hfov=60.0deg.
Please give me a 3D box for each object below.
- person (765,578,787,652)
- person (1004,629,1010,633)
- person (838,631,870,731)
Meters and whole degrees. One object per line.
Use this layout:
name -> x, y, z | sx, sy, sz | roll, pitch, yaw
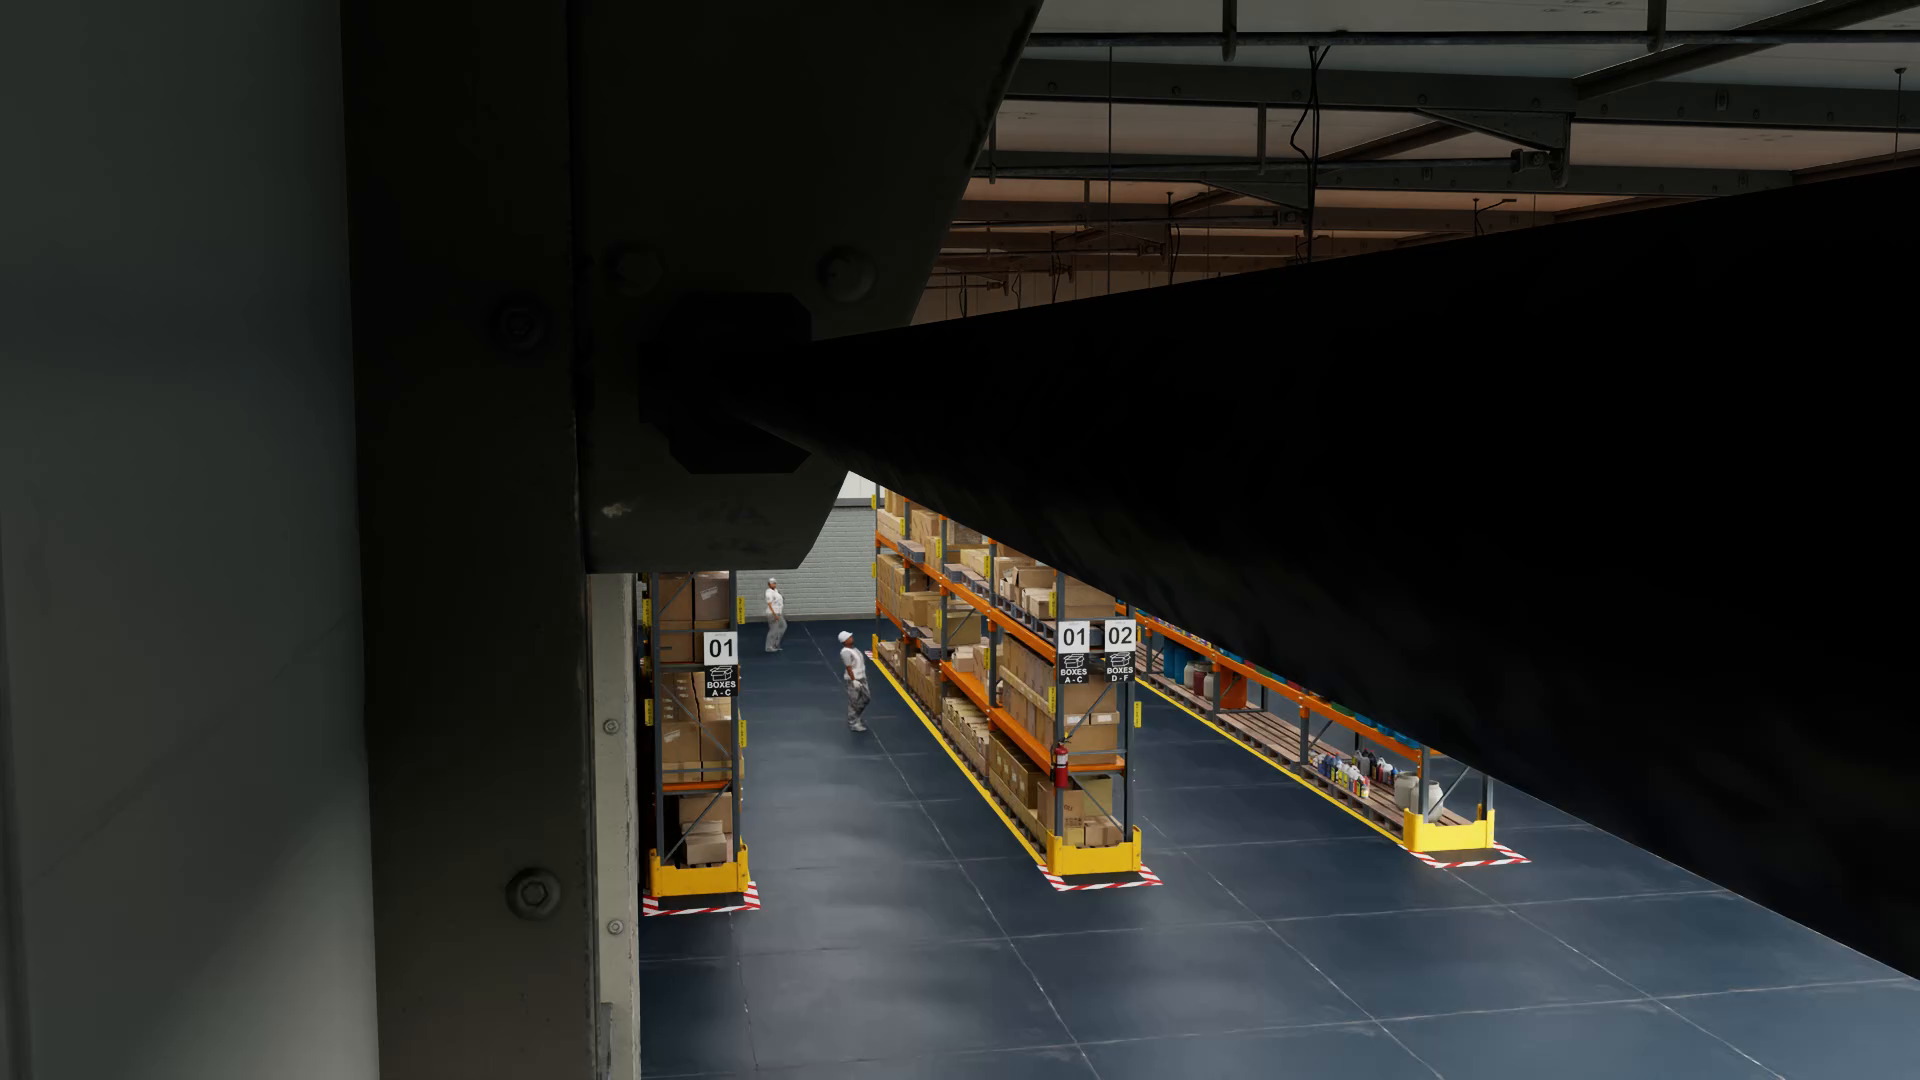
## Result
person -> -4.128, 1.690, 37.224 | 0.503, 1.684, 0.525 | 0, 6, -4
person -> 1.053, 2.004, 33.539 | 0.513, 1.783, 0.637 | 2, 6, 21
person -> -1.845, 2.468, 29.271 | 0.524, 1.752, 0.644 | 3, 6, 24
